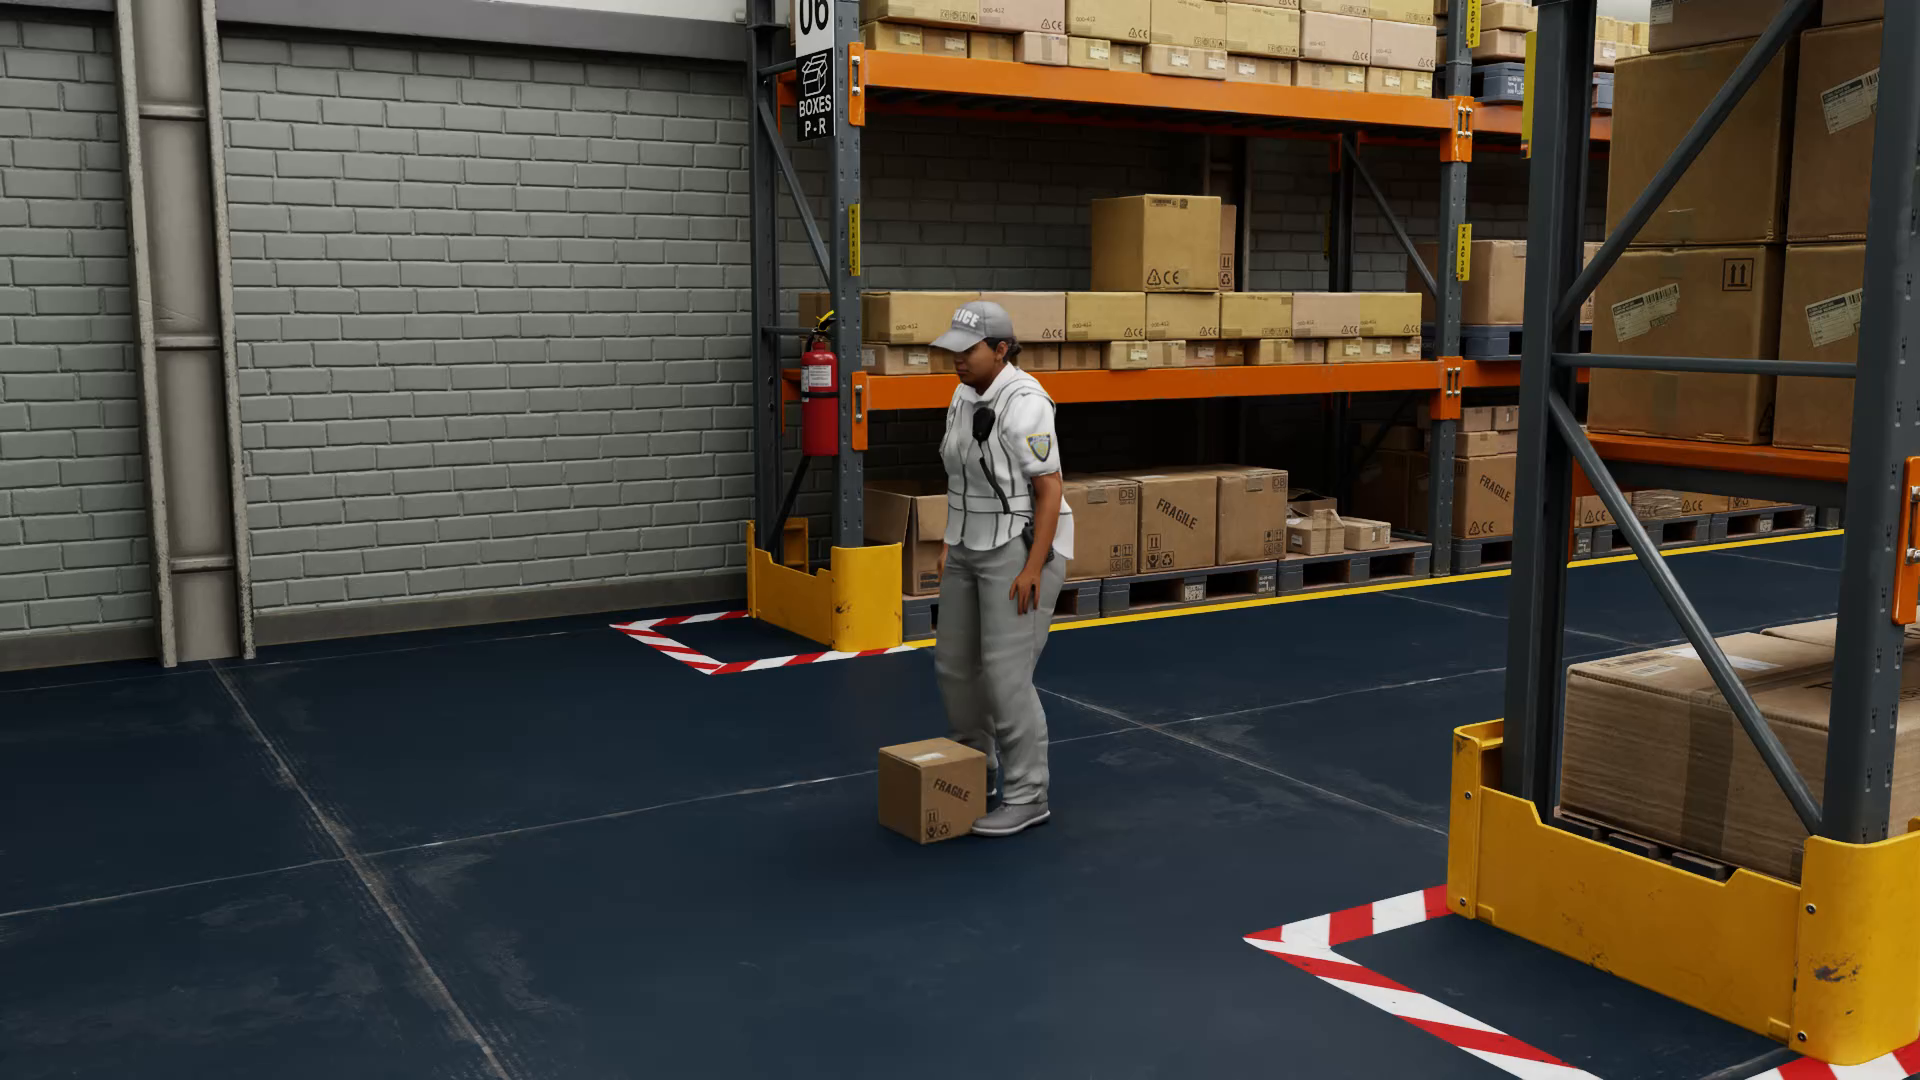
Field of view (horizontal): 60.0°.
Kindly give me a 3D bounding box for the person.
[{"bbox_3d":[0.095,0.074,5.297,0.466,1.665,0.543,-5,10,-33],"label":"person"}]
